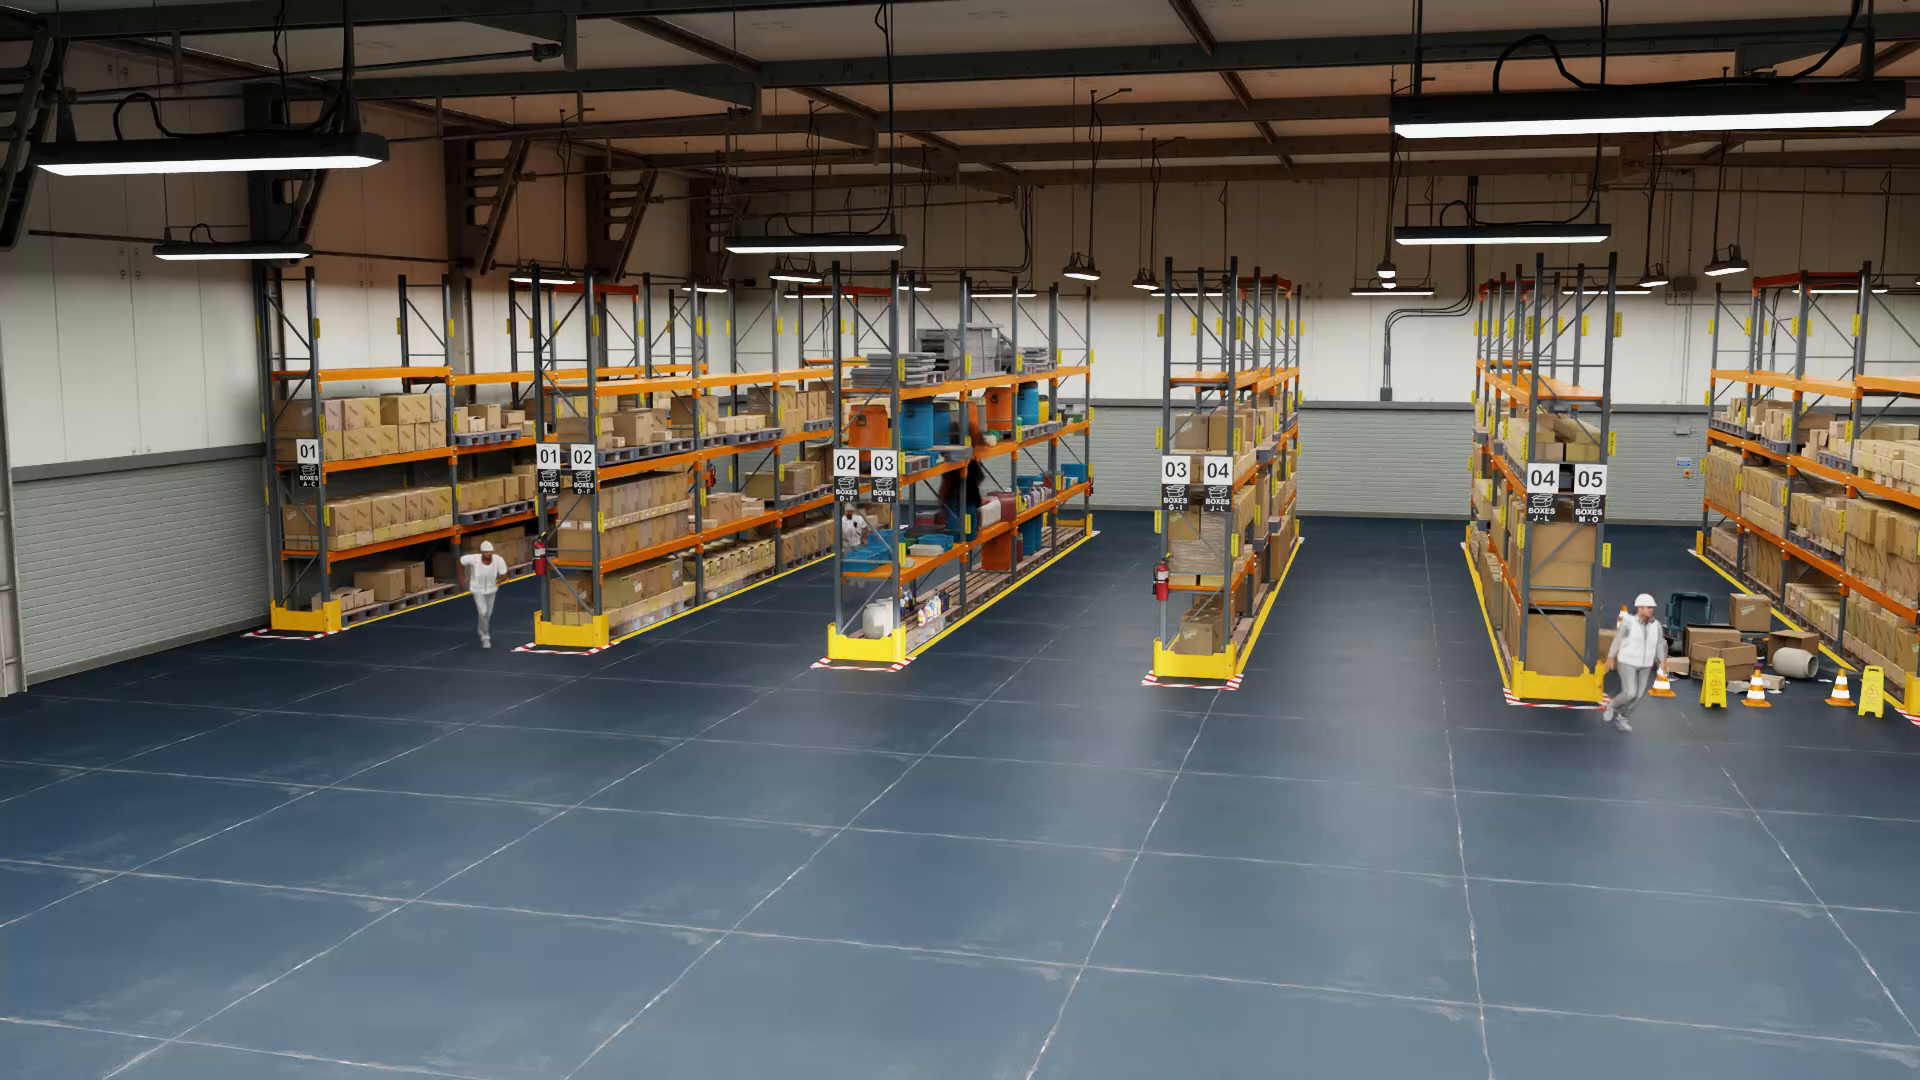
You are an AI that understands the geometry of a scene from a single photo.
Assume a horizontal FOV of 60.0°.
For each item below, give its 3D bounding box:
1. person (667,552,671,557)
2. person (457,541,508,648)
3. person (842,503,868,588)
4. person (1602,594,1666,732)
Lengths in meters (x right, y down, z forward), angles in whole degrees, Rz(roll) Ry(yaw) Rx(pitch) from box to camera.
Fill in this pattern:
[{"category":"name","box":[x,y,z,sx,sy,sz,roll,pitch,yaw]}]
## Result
[{"category":"person","box":[-5.976,-0.017,33.372,0.525,1.665,0.796,1,7,10]},{"category":"person","box":[-7.559,0.870,26.340,0.748,1.770,0.949,-4,8,-27]},{"category":"person","box":[-1.957,0.108,30.277,0.577,1.587,0.765,0,7,1]},{"category":"person","box":[8.405,1.527,20.680,0.647,1.752,0.563,-1,7,-11]}]
